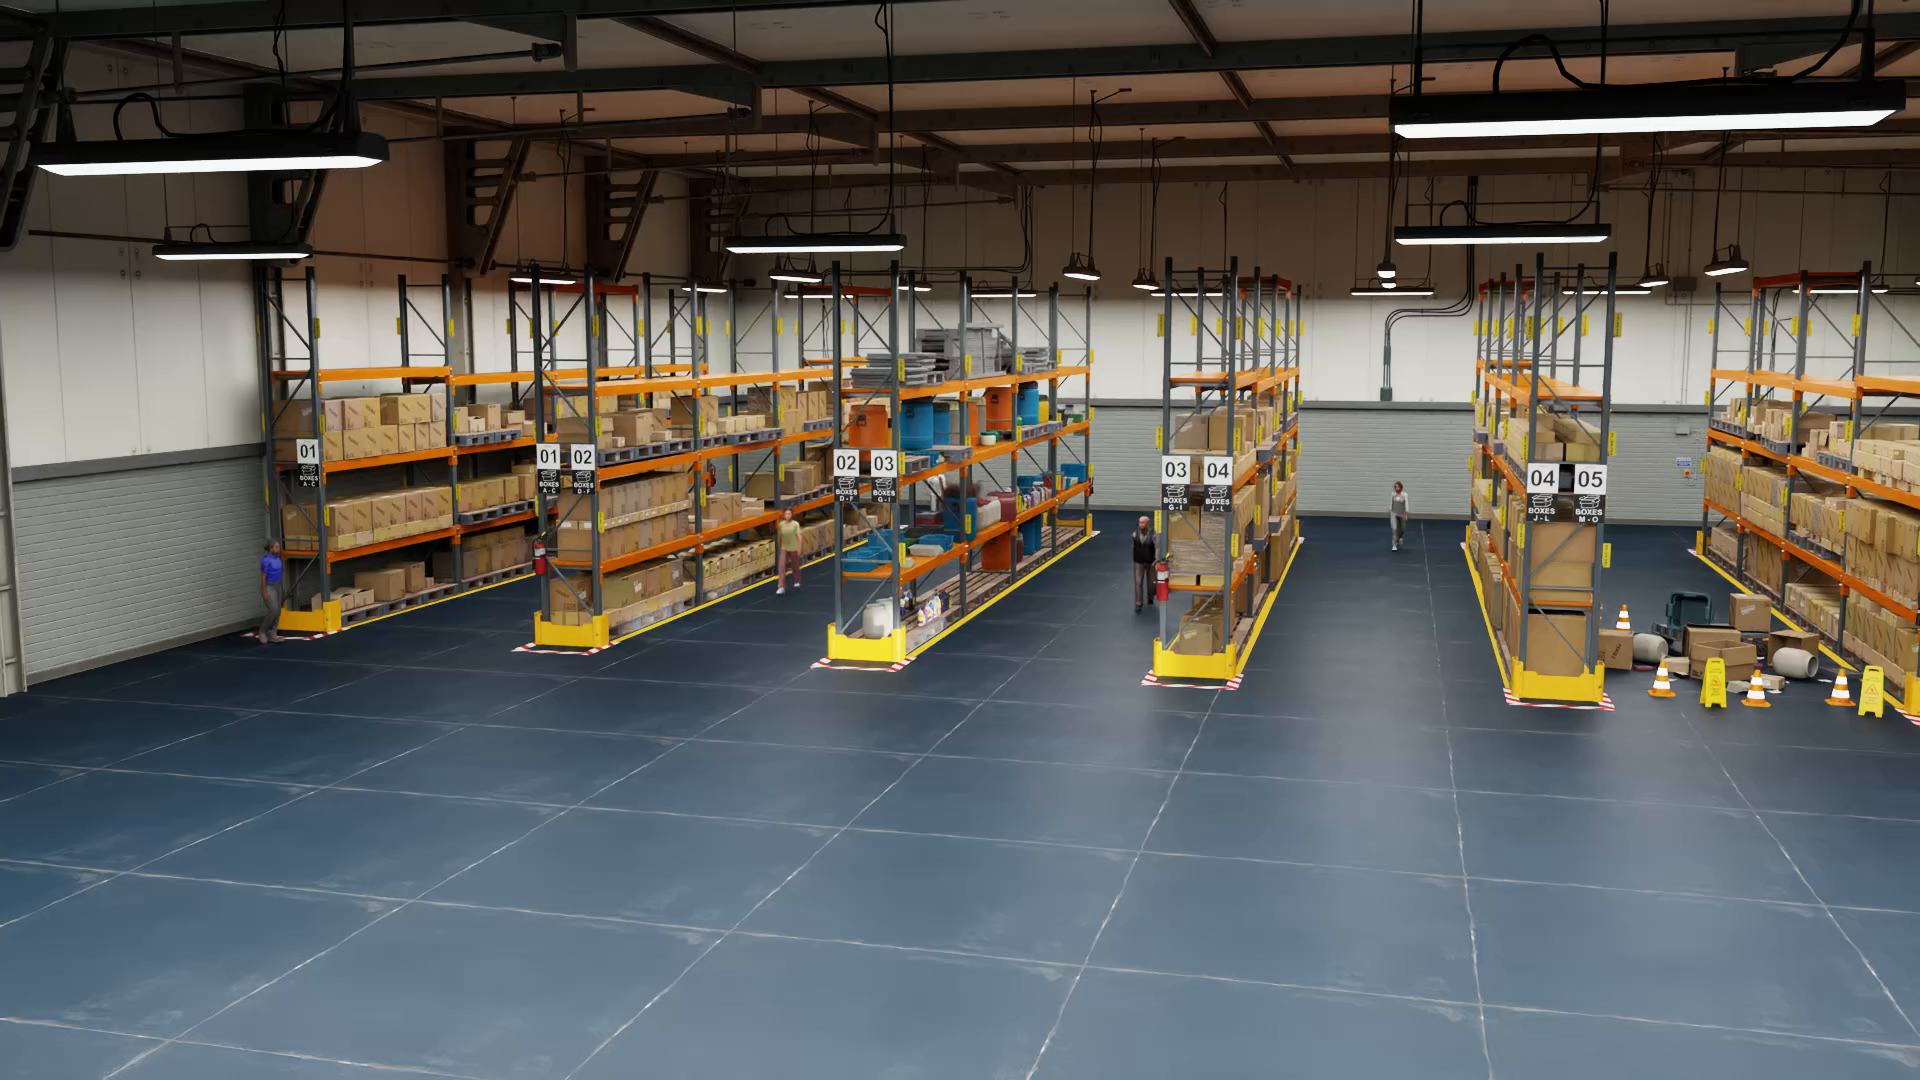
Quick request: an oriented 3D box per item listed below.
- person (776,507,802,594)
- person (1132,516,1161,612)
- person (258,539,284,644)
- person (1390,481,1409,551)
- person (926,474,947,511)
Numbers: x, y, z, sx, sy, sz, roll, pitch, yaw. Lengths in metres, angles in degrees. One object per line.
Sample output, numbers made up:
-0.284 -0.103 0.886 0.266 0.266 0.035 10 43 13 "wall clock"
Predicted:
-3.259 0.177 31.637 0.525 1.610 1.058 1 7 12 "person"
3.316 0.410 29.619 0.537 1.667 1.068 2 7 12 "person"
-10.948 0.814 26.491 0.392 1.659 0.481 1 7 11 "person"
9.959 -0.565 37.701 0.416 1.561 0.768 2 7 13 "person"
-0.574 -1.097 41.594 0.524 1.619 1.043 0 7 -2 "person"
